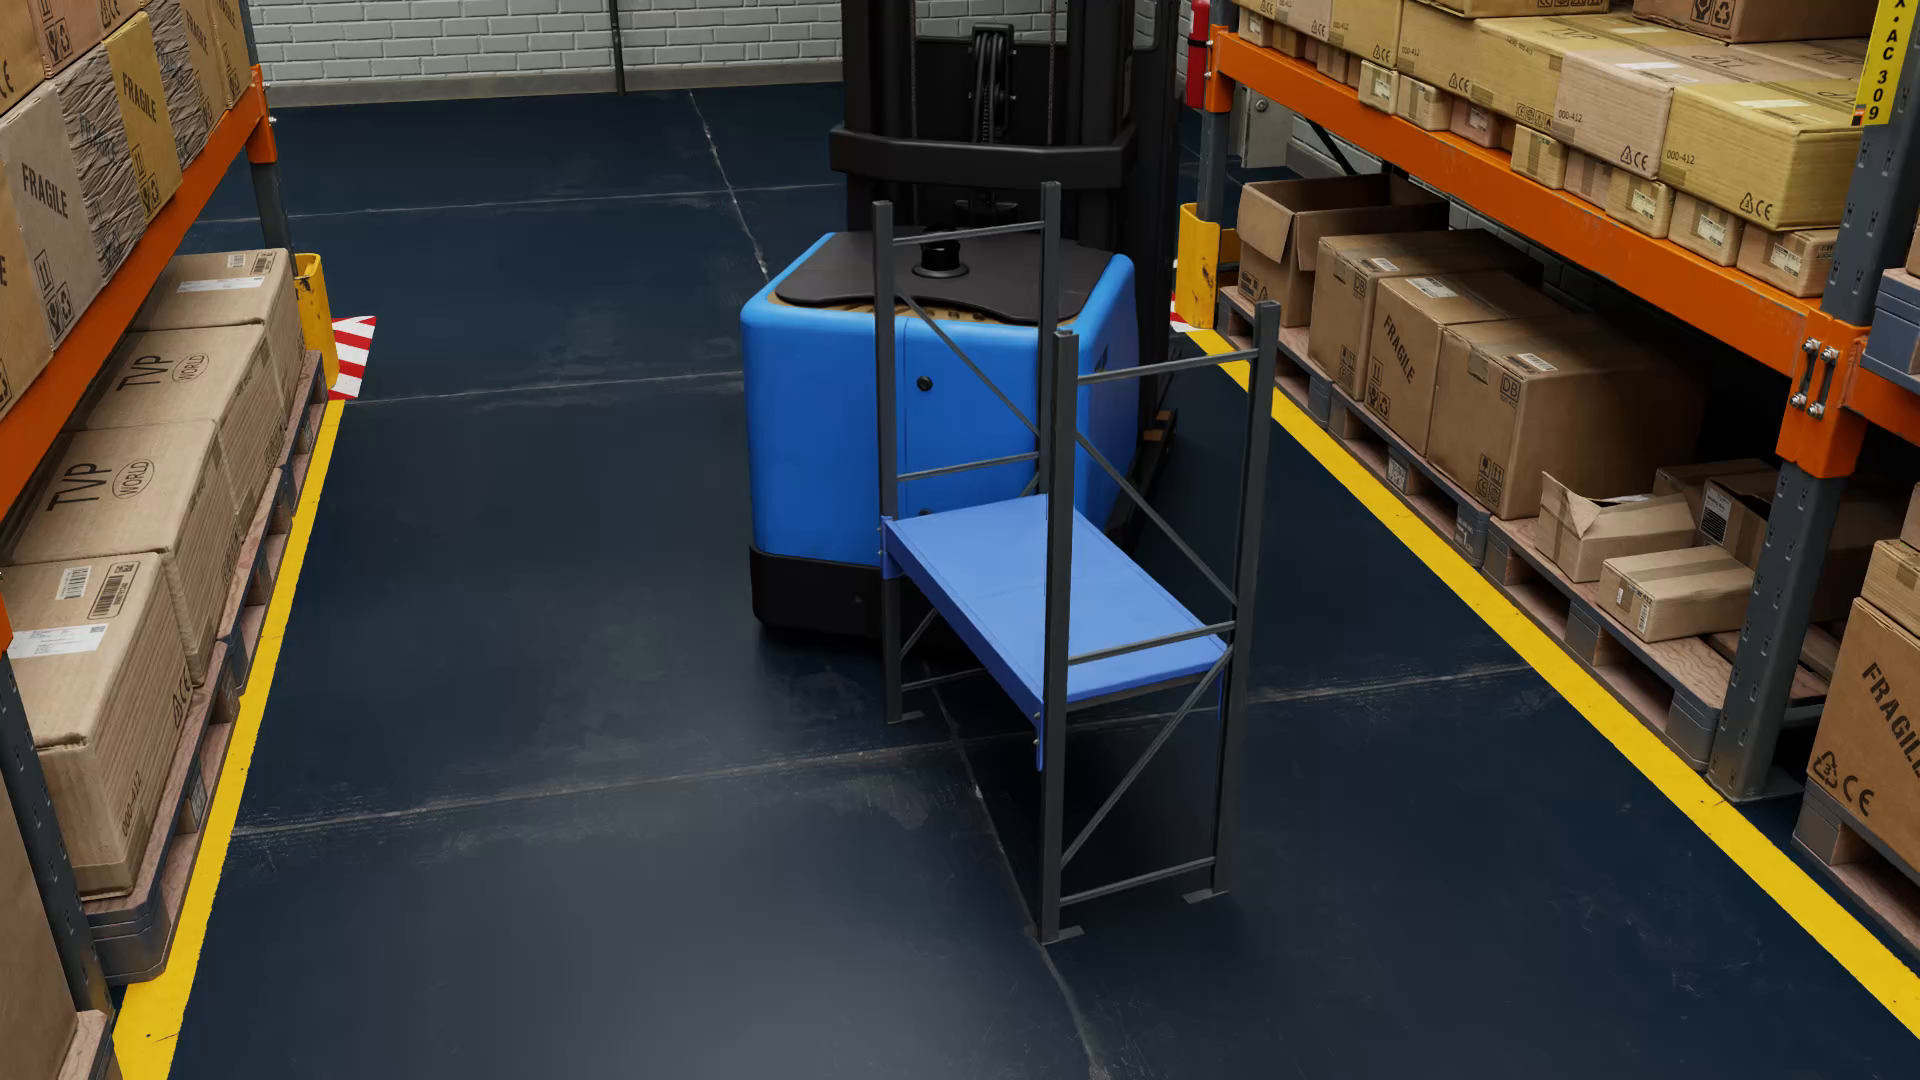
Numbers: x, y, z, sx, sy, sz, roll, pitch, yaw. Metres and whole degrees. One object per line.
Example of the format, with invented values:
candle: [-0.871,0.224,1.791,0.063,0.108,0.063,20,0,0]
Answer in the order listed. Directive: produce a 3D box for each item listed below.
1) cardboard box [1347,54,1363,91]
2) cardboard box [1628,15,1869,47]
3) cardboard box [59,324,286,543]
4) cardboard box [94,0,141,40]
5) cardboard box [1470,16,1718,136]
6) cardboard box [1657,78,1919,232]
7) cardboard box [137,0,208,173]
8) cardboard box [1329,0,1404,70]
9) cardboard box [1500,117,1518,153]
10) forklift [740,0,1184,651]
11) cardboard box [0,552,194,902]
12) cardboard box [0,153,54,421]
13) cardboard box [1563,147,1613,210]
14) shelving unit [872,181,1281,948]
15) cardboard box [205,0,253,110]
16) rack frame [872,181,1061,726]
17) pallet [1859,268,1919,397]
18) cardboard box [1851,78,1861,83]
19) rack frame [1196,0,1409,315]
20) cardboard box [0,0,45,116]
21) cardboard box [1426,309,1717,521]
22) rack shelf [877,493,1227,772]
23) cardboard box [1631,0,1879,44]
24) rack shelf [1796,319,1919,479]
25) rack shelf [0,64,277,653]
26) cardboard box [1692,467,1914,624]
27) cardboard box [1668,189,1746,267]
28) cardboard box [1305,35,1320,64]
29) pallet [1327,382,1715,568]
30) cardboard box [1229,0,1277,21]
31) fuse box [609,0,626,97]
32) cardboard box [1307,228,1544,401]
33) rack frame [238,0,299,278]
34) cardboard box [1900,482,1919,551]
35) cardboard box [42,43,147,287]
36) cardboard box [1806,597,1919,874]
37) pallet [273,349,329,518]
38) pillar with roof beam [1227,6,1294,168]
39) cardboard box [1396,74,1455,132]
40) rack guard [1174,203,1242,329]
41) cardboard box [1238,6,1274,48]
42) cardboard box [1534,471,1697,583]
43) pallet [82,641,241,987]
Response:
cardboard box: [1.664,-1.737,6.142,0.380,0.149,0.250,-6,27,-11]
cardboard box: [2.418,-1.475,5.179,0.500,0.250,0.500,-5,27,-10]
cardboard box: [-2.776,-0.331,5.455,0.875,0.438,0.875,-5,27,-10]
cardboard box: [-2.529,-1.607,4.384,0.500,0.500,0.500,-6,27,-12]
cardboard box: [1.921,-1.421,5.073,0.500,0.250,0.500,-6,27,-12]
cardboard box: [2.148,-0.982,4.204,0.500,0.250,0.500,-5,27,-10]
cardboard box: [-2.646,-1.381,5.046,0.500,0.500,0.500,-5,27,-10]
cardboard box: [1.670,-1.870,5.961,0.500,0.250,0.500,-6,27,-13]
cardboard box: [1.954,-1.296,5.267,0.380,0.149,0.250,-6,27,-11]
forklift: [0.220,-1.596,5.660,1.130,2.935,3.031,7,28,13]
cardboard box: [-2.372,0.458,3.892,0.875,0.438,0.875,-6,27,-12]
cardboard box: [-2.185,-0.489,3.280,0.500,0.500,0.500,-5,27,-10]
cardboard box: [1.988,-1.062,4.803,0.380,0.149,0.250,-5,27,-10]
shelving unit: [0.218,0.018,4.050,0.538,1.500,1.048,-11,29,-20]
cardboard box: [-2.870,-1.828,5.931,0.500,0.500,0.500,-6,27,-11]
rack frame: [0.021,-0.193,4.468,0.500,1.500,0.032,-11,29,-20]
pallet: [2.574,-0.270,3.169,1.003,0.211,1.213,-6,27,-12]
cardboard box: [2.652,-1.028,4.295,0.500,0.250,0.500,-6,27,-12]
rack frame: [1.599,-2.474,7.322,1.000,3.000,0.127,-6,27,-12]
cardboard box: [-2.314,-1.159,3.497,0.500,0.500,0.500,-6,27,-12]
cardboard box: [2.033,-0.432,5.585,0.700,0.500,0.500,-7,28,-14]
rack shelf: [0.218,0.179,4.131,0.538,0.185,1.000,-11,29,-20]
cardboard box: [2.424,-1.799,4.990,0.500,0.500,0.500,-7,28,-13]
rack shelf: [2.951,0.481,2.266,1.077,0.370,4.000,-6,27,-12]
rack shelf: [-2.785,-0.769,4.743,1.077,0.370,4.000,-6,27,-12]
cardboard box: [2.582,-0.019,4.976,0.500,0.311,0.500,-5,27,-10]
cardboard box: [2.103,-0.832,4.348,0.380,0.149,0.250,-5,27,-10]
cardboard box: [1.601,-1.971,6.604,0.380,0.149,0.250,-6,27,-12]
pallet: [2.068,-0.311,6.132,1.003,0.211,1.213,-6,27,-12]
cardboard box: [1.439,-2.313,6.840,0.500,0.250,0.500,-6,27,-11]
fuse box: [-2.450,-4.015,11.806,0.539,1.711,0.414,-6,27,-12]
cardboard box: [1.799,-0.888,6.488,0.700,0.500,0.500,-5,27,-9]
rack frame: [-3.236,-1.968,6.320,1.000,3.000,0.127,-6,27,-12]
cardboard box: [2.381,-0.033,3.745,0.380,0.149,0.250,-6,27,-12]
cardboard box: [-2.401,-0.930,4.152,0.500,0.500,0.500,-6,27,-11]
cardboard box: [2.390,0.446,3.846,0.500,0.500,0.500,-5,27,-9]
pallet: [-2.980,-0.380,6.269,1.003,0.211,1.213,-6,27,-12]
pillar with roof beam: [-2.325,-5.990,7.631,9.100,9.000,0.400,-6,27,-12]
cardboard box: [1.727,-1.505,5.682,0.380,0.149,0.250,-5,27,-10]
rack guard: [1.616,-1.324,7.819,1.175,0.500,0.348,-6,27,-12]
cardboard box: [1.406,-2.189,7.038,0.380,0.149,0.250,-6,27,-12]
cardboard box: [2.008,-0.056,5.100,0.396,0.266,0.258,-5,27,-10]
pallet: [-2.430,0.691,4.147,1.003,0.211,1.213,-6,27,-12]
